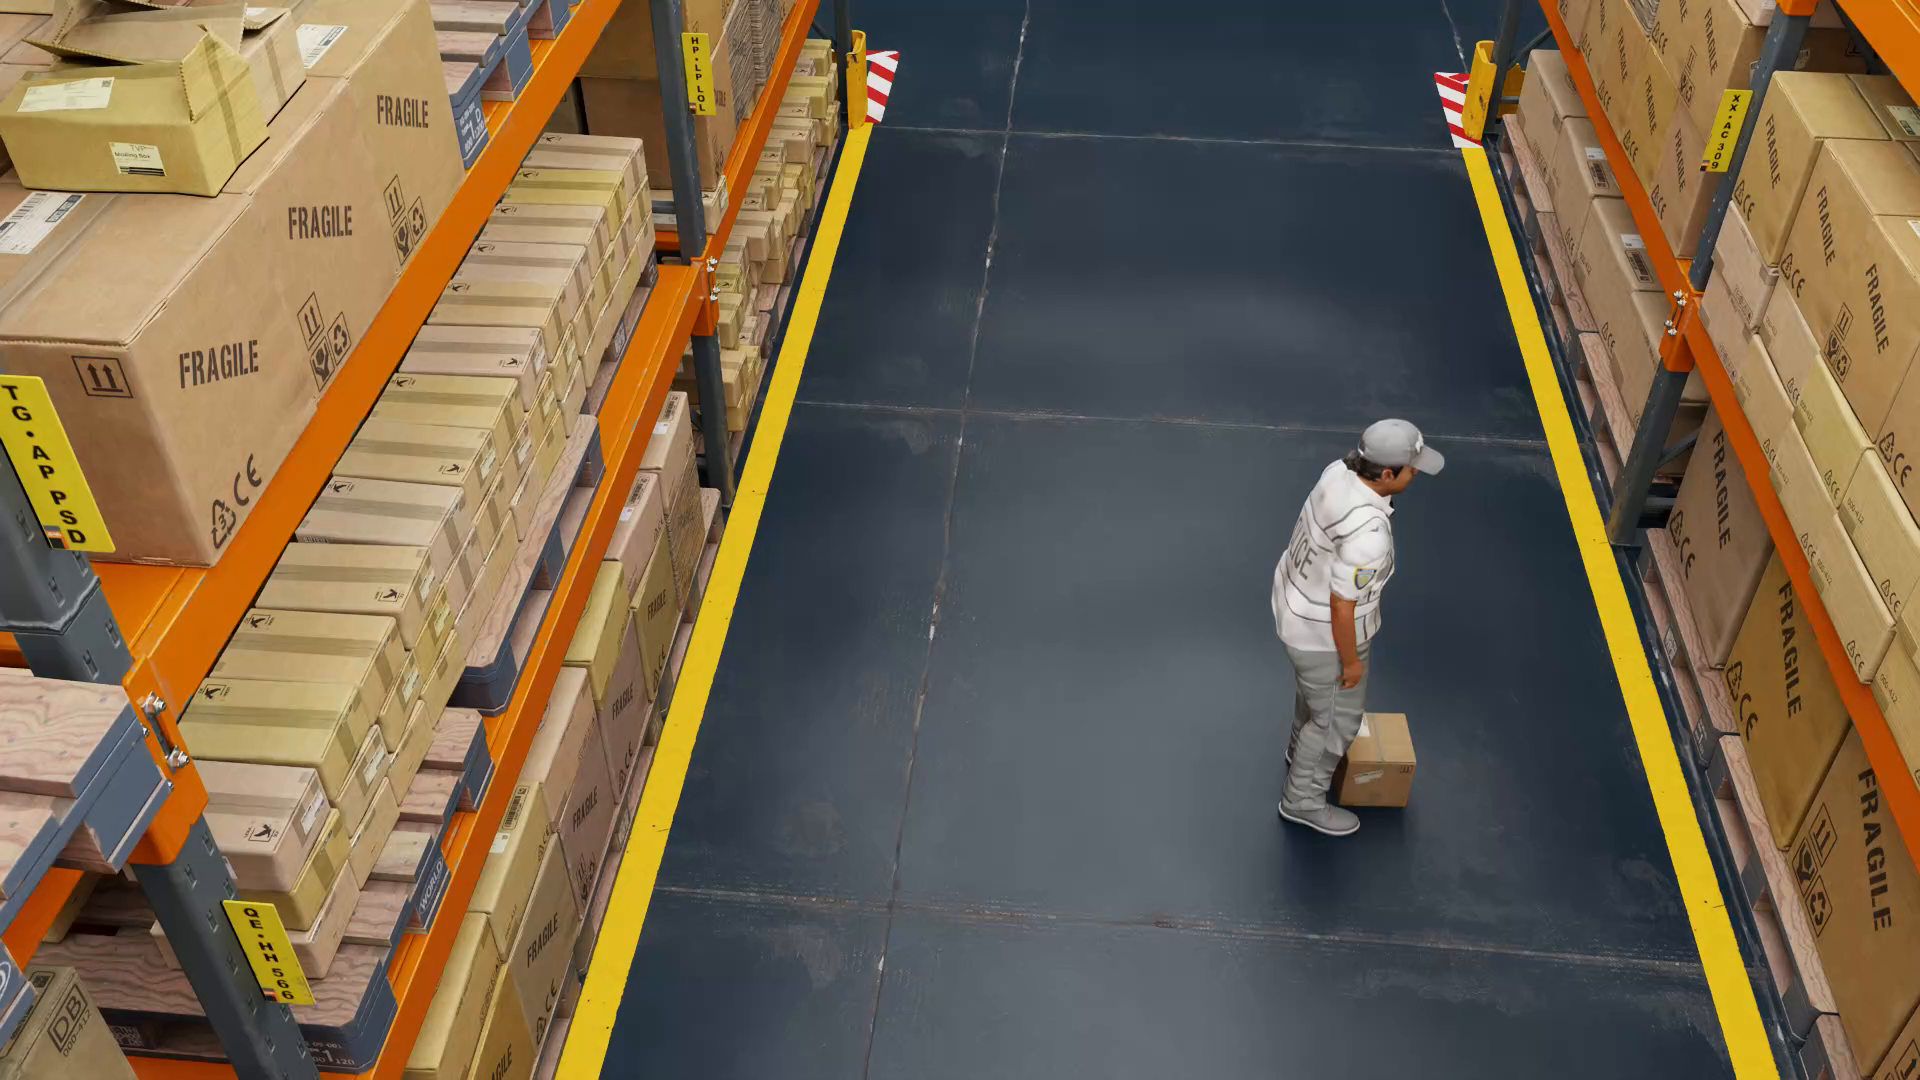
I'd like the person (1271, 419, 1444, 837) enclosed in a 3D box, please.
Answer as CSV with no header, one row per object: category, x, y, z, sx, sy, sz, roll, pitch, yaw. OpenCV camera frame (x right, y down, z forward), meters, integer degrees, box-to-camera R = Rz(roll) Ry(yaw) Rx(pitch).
person,1.332,0.286,5.816,0.469,1.664,0.549,2,40,2
